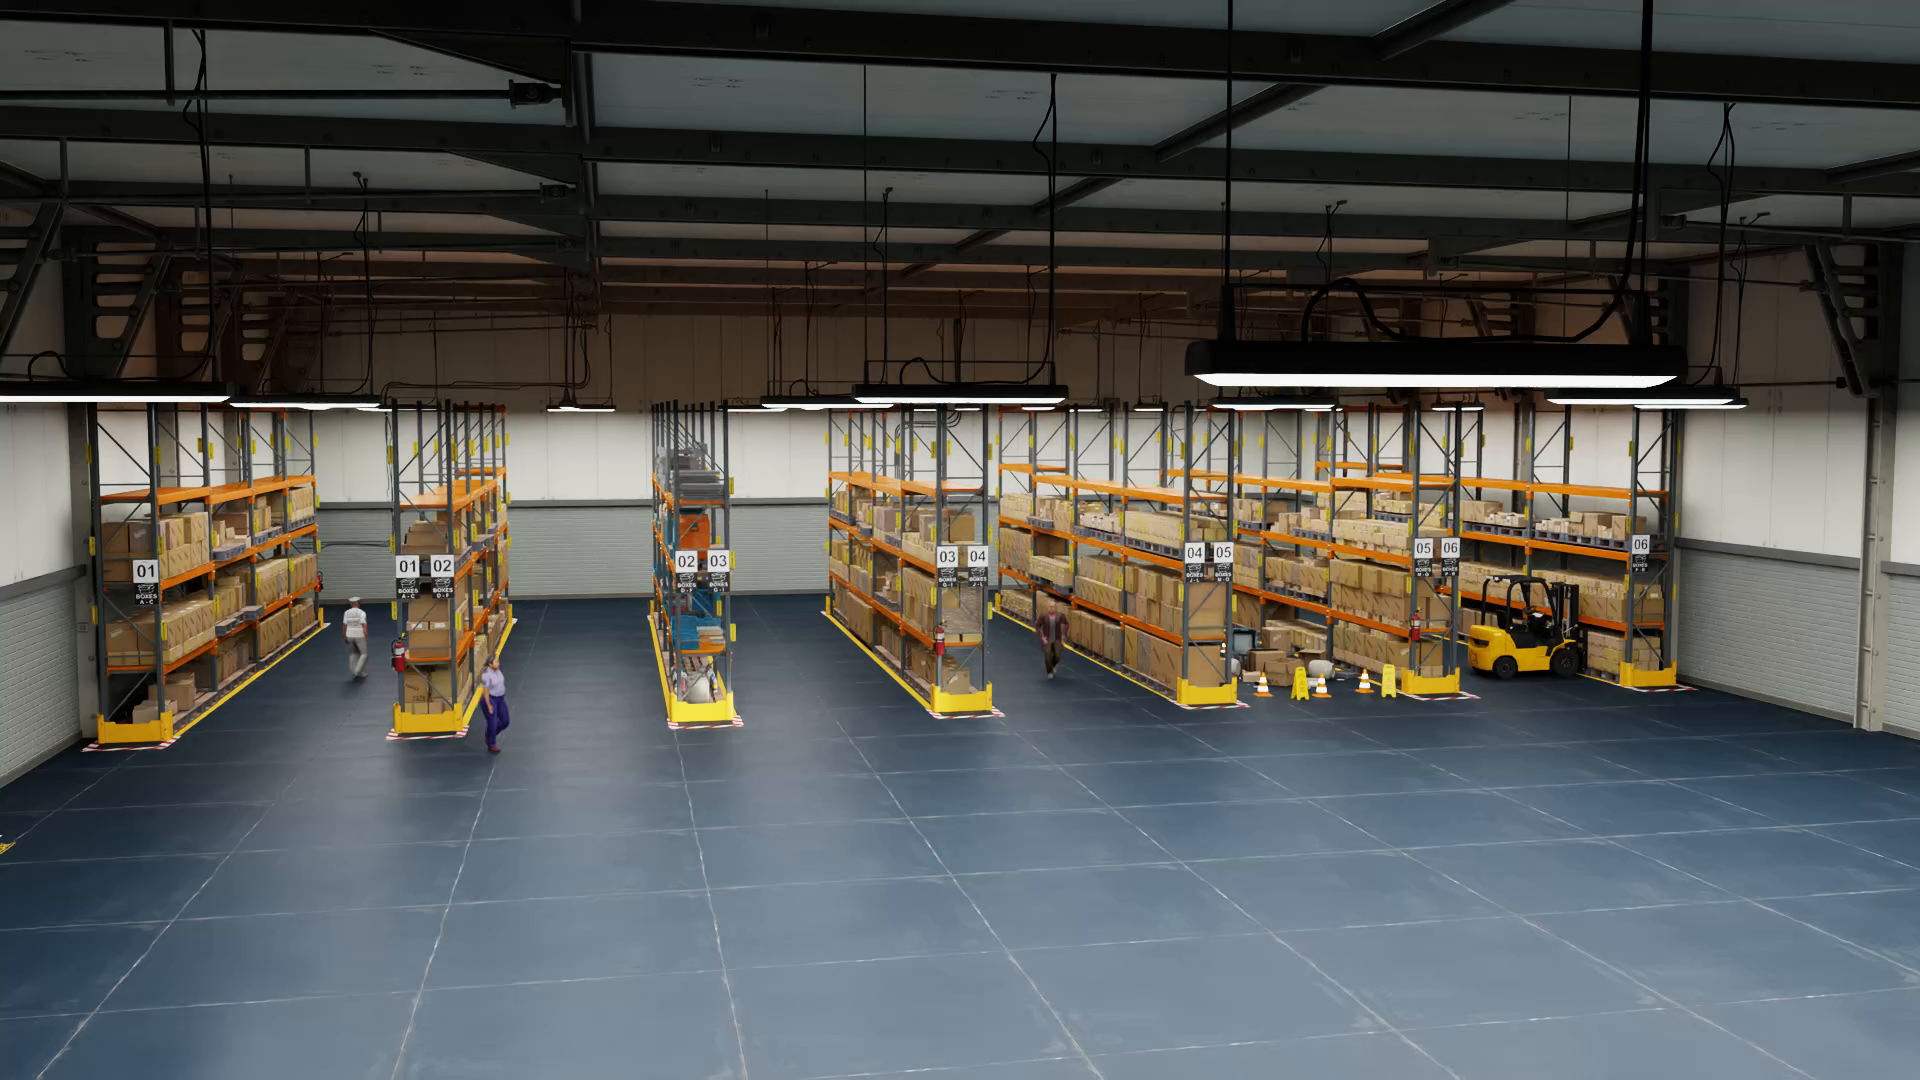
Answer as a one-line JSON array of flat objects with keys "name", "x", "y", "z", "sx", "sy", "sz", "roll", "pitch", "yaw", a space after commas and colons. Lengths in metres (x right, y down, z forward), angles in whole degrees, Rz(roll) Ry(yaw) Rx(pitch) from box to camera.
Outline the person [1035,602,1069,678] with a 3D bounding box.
[{"name": "person", "x": 1.999, "y": 2.171, "z": 36.058, "sx": 0.753, "sy": 1.690, "sz": 0.648, "roll": 0, "pitch": 4, "yaw": -4}]

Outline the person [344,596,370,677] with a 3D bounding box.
[{"name": "person", "x": -13.149, "y": 2.120, "z": 36.184, "sx": 0.576, "sy": 1.761, "sz": 0.533, "roll": 1, "pitch": 4, "yaw": 14}]

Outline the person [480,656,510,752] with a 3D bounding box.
[{"name": "person", "x": -7.957, "y": 2.762, "z": 28.210, "sx": 0.517, "sy": 1.634, "sz": 0.473, "roll": 3, "pitch": 5, "yaw": 32}]
